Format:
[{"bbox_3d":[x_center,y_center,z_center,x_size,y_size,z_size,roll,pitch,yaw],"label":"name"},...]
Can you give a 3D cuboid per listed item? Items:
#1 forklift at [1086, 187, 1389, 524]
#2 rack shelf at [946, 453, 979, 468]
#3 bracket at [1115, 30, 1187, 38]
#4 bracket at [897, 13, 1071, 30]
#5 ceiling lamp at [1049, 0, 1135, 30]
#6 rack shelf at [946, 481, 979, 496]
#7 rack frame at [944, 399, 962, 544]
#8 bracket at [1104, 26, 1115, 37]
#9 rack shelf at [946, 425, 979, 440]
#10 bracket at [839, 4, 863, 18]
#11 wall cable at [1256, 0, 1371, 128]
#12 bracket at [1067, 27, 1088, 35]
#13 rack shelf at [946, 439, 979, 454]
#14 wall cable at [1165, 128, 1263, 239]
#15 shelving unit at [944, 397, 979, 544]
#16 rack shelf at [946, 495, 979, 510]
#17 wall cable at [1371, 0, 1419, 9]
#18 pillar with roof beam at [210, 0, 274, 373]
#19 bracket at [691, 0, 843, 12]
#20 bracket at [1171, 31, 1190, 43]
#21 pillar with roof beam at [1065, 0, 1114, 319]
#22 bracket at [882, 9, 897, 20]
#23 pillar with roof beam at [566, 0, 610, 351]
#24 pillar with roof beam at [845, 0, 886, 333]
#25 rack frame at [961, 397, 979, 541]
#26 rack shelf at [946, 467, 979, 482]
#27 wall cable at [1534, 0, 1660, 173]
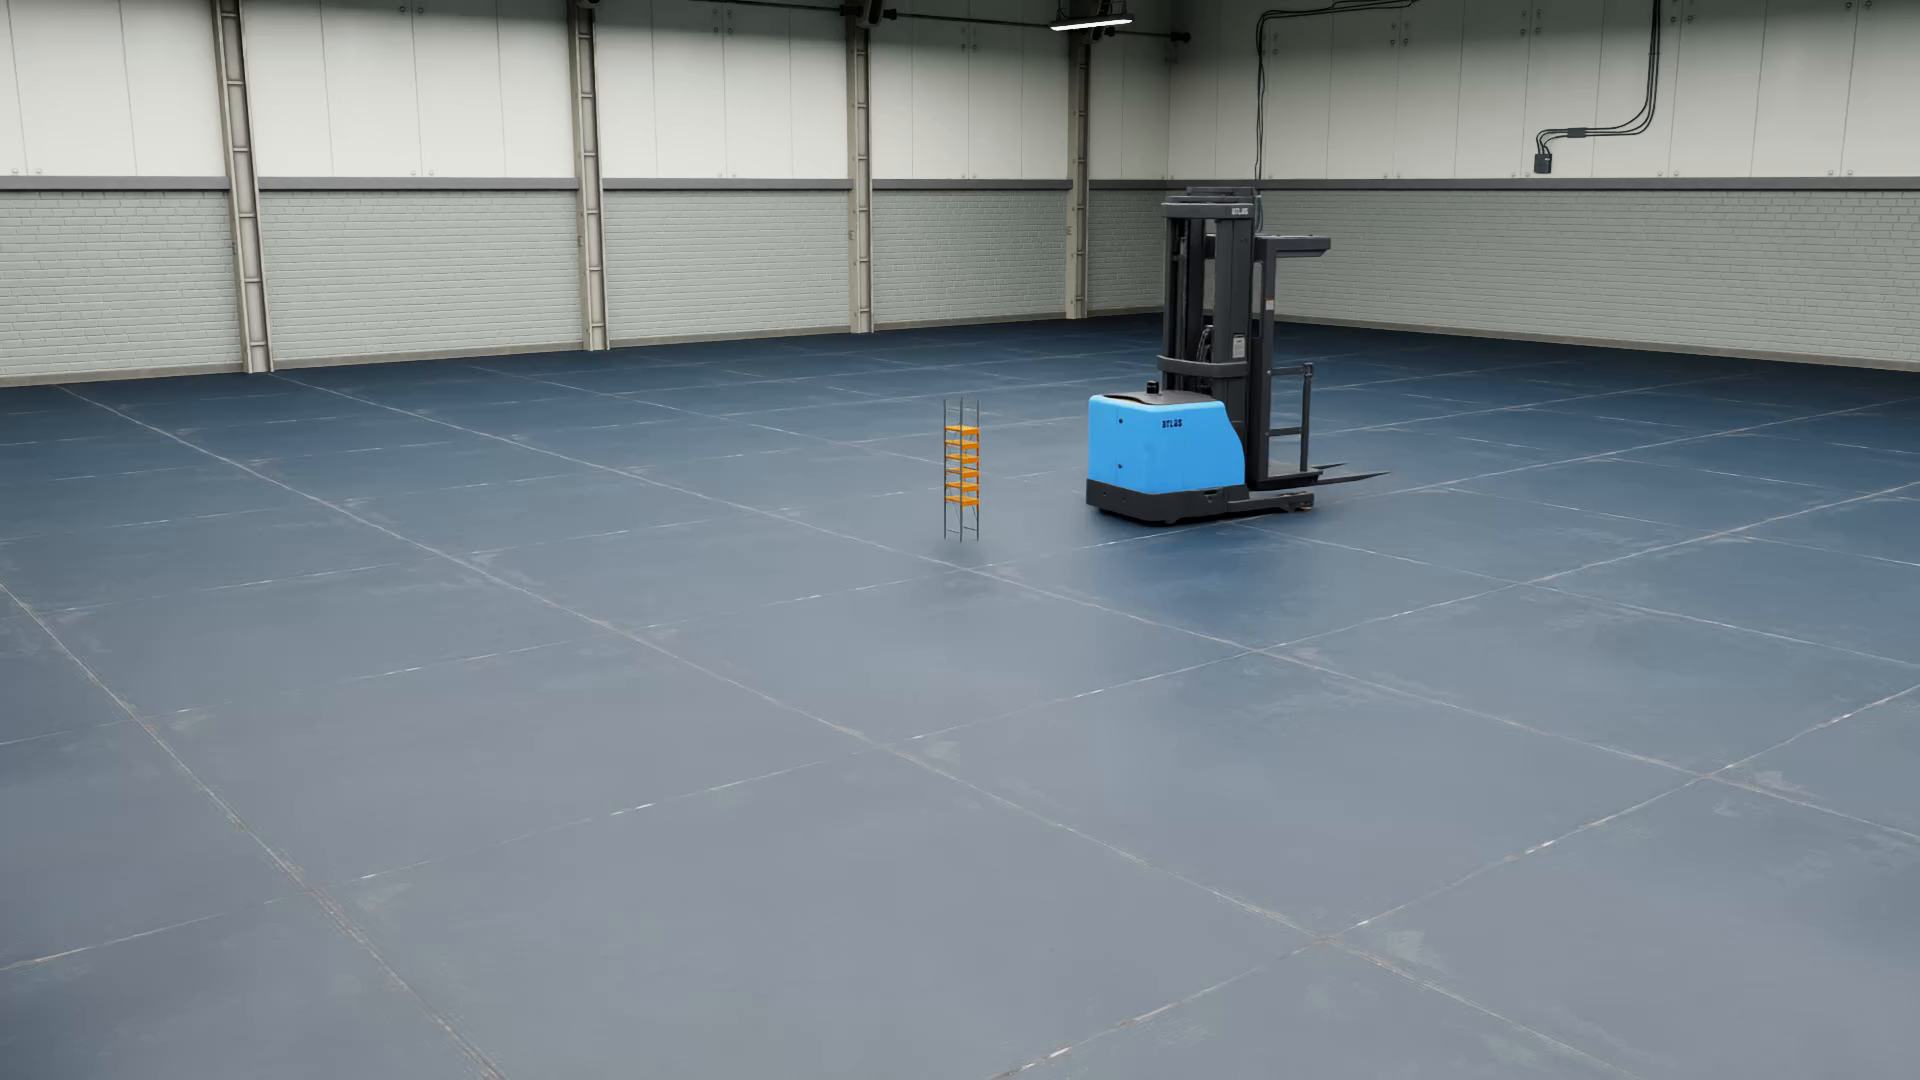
[{"bbox_3d":[2.697,-1.774,15.427,3.031,2.935,1.130,-7,14,-30],"label":"forklift"},{"bbox_3d":[0.011,-0.663,13.997,0.180,0.103,0.258,-9,15,-38],"label":"rack shelf"},{"bbox_3d":[4.591,-11.465,37.792,3.189,0.066,0.076,-9,15,-38],"label":"bracket"},{"bbox_3d":[0.542,-10.792,34.623,4.783,0.066,0.076,-9,15,-38],"label":"bracket"},{"bbox_3d":[2.605,-11.061,30.500,0.800,3.185,2.000,-9,15,-38],"label":"ceiling lamp"},{"bbox_3d":[0.011,-0.428,14.047,0.180,0.103,0.258,-9,15,-38],"label":"rack shelf"},{"bbox_3d":[-0.060,-0.577,13.957,0.006,1.200,0.240,-9,15,-38],"label":"rack frame"},{"bbox_3d":[3.202,-11.234,36.704,0.430,0.232,0.235,-9,15,-38],"label":"bracket"},{"bbox_3d":[0.011,-0.897,13.947,0.180,0.103,0.258,-9,15,-38],"label":"rack shelf"},{"bbox_3d":[-2.132,-10.348,32.531,0.430,0.232,0.235,-9,15,-38],"label":"bracket"},{"bbox_3d":[7.472,-10.158,35.618,0.112,2.526,3.097,-9,15,-38],"label":"wall cable"},{"bbox_3d":[2.553,-11.127,36.197,0.430,0.232,0.235,-9,15,-38],"label":"bracket"},{"bbox_3d":[0.011,-0.780,13.972,0.180,0.103,0.258,-9,15,-38],"label":"rack shelf"},{"bbox_3d":[5.782,-8.126,38.208,0.112,2.526,3.097,-9,15,-38],"label":"wall cable"},{"bbox_3d":[0.011,-0.589,14.013,0.189,1.200,0.258,-9,15,-38],"label":"shelving unit"},{"bbox_3d":[0.011,-0.311,14.072,0.180,0.103,0.258,-9,15,-38],"label":"rack shelf"},{"bbox_3d":[9.405,-11.881,32.781,0.112,2.526,3.097,-9,15,-38],"label":"wall cable"},{"bbox_3d":[-8.710,-6.443,22.808,0.400,9.000,9.100,-9,15,-38],"label":"pillar with roof beam"},{"bbox_3d":[-4.144,-10.014,30.956,4.783,0.066,0.076,-9,15,-38],"label":"bracket"},{"bbox_3d":[5.052,-11.542,38.153,0.430,0.232,0.235,-9,15,-38],"label":"bracket"},{"bbox_3d":[5.345,-8.779,33.807,0.548,9.000,9.100,-9,15,-38],"label":"pillar with roof beam"},{"bbox_3d":[-1.484,-10.456,33.038,0.430,0.232,0.235,-9,15,-38],"label":"bracket"},{"bbox_3d":[-4.025,-7.222,26.474,0.548,9.000,9.100,-9,15,-38],"label":"pillar with roof beam"},{"bbox_3d":[0.660,-8.000,30.141,0.548,9.000,9.100,-9,15,-38],"label":"pillar with roof beam"},{"bbox_3d":[0.083,-0.601,14.069,0.006,1.200,0.240,-9,15,-38],"label":"rack frame"},{"bbox_3d":[0.011,-0.545,14.022,0.180,0.103,0.258,-9,15,-38],"label":"rack shelf"},{"bbox_3d":[11.700,-9.767,30.272,0.169,6.003,2.305,-9,15,-38],"label":"wall cable"}]
